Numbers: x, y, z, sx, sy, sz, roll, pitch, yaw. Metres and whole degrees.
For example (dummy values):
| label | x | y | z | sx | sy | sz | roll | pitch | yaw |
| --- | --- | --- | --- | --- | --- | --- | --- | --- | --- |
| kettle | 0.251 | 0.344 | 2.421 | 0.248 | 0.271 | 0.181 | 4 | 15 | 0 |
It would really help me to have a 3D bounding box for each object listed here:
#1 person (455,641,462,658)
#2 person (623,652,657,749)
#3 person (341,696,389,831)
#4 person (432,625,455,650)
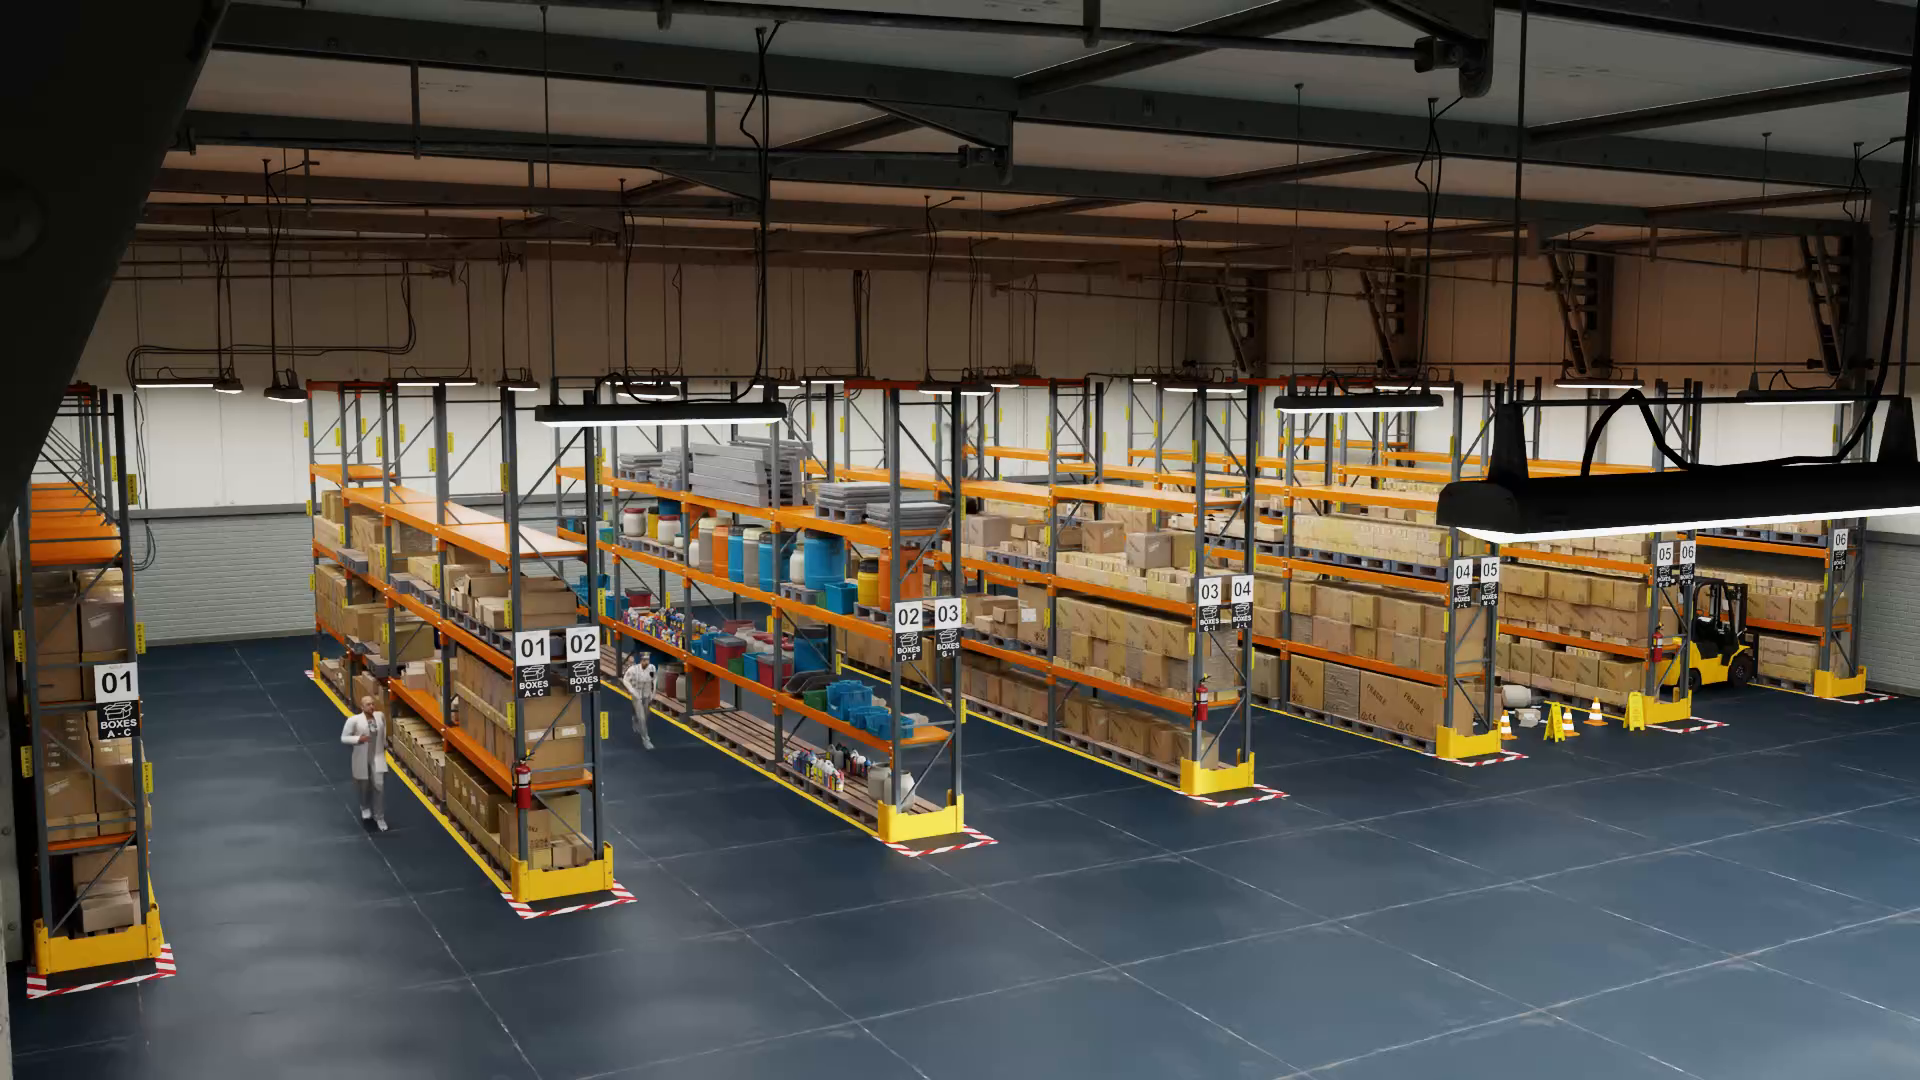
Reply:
| label | x | y | z | sx | sy | sz | roll | pitch | yaw |
| --- | --- | --- | --- | --- | --- | --- | --- | --- | --- |
| person | -9.137 | 2.249 | 30.767 | 0.753 | 1.744 | 1.053 | -3 | 7 | -25 |
| person | -5.323 | 2.606 | 27.610 | 0.605 | 1.636 | 0.836 | -3 | 7 | -26 |
| person | -8.124 | 3.044 | 22.756 | 0.668 | 1.855 | 0.861 | -4 | 7 | -33 |
| person | -10.661 | 1.910 | 34.379 | 0.593 | 1.576 | 0.666 | -5 | 8 | -39 |
